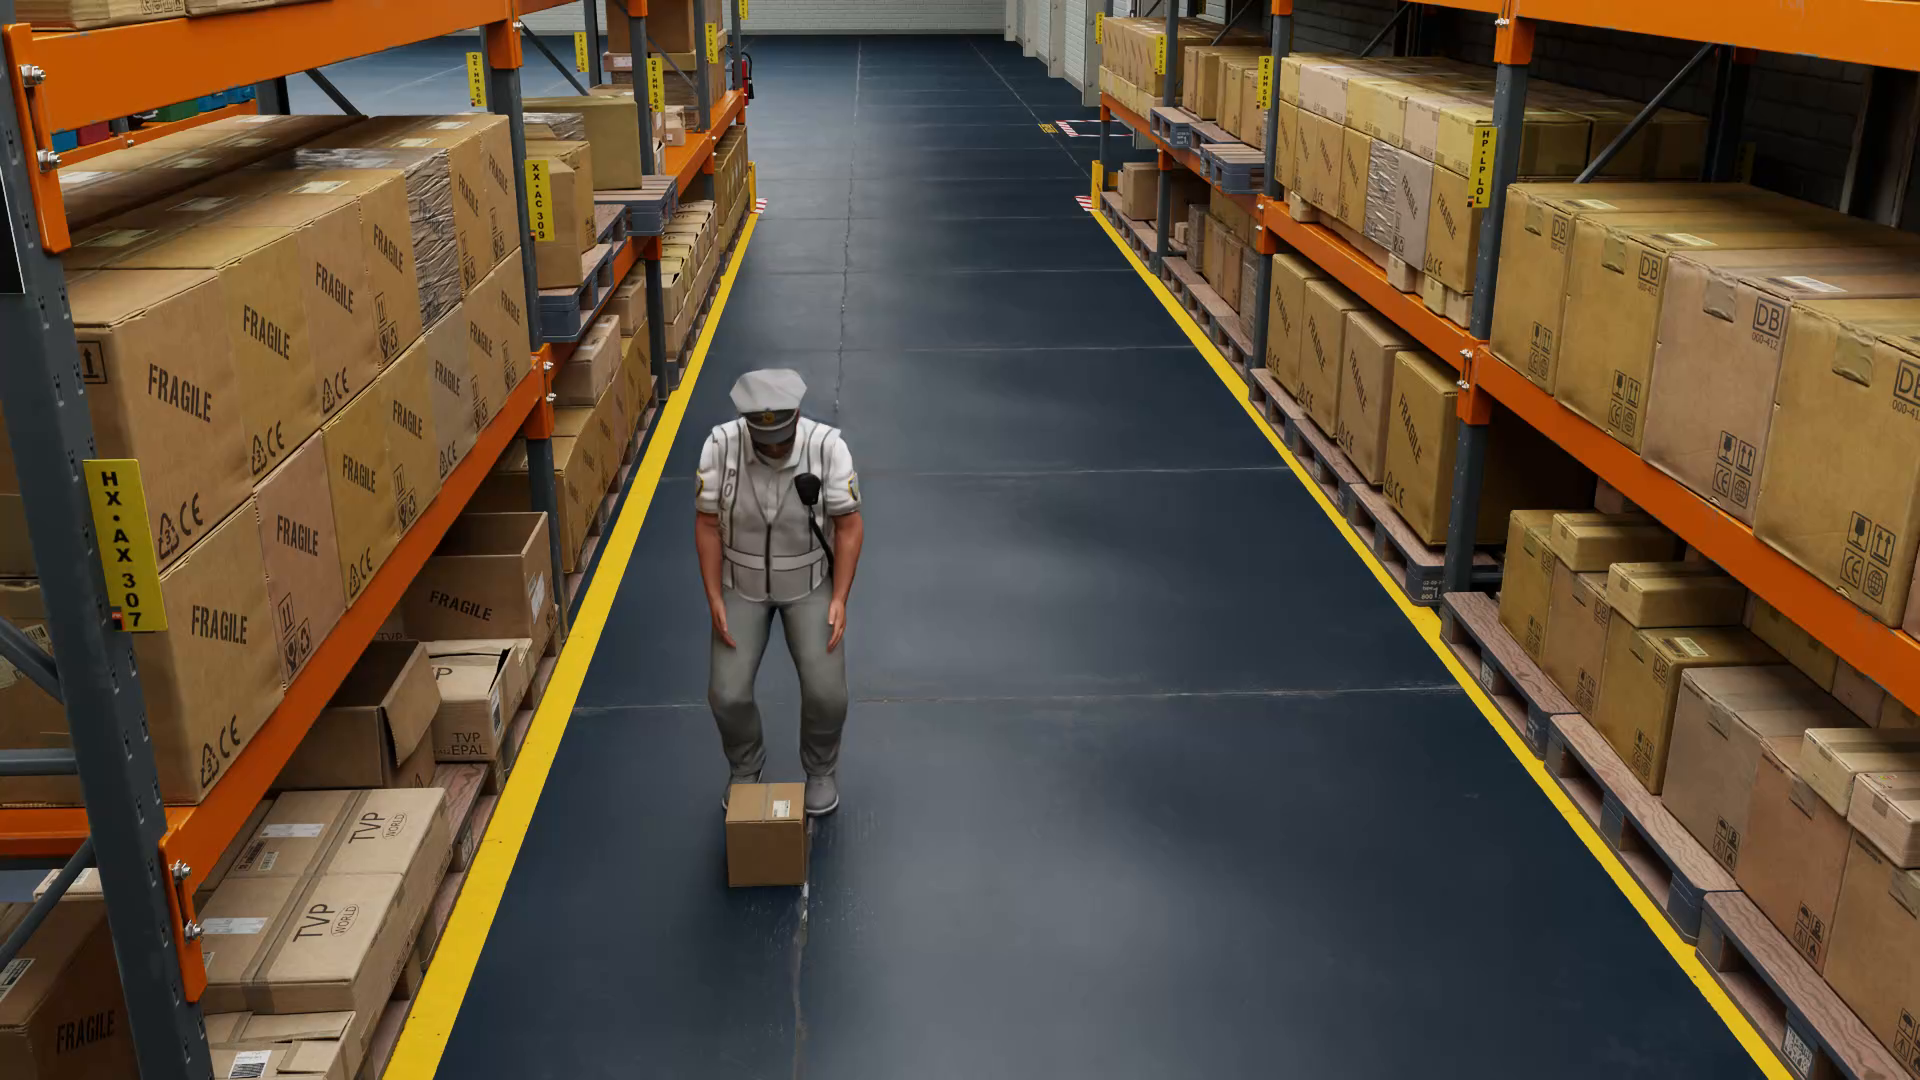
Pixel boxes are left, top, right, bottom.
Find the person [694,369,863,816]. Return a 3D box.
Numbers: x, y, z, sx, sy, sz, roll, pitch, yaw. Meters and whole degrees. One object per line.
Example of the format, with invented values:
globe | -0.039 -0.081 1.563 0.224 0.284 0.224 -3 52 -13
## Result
person | -0.616 0.180 5.771 0.575 1.633 0.609 0 20 1
